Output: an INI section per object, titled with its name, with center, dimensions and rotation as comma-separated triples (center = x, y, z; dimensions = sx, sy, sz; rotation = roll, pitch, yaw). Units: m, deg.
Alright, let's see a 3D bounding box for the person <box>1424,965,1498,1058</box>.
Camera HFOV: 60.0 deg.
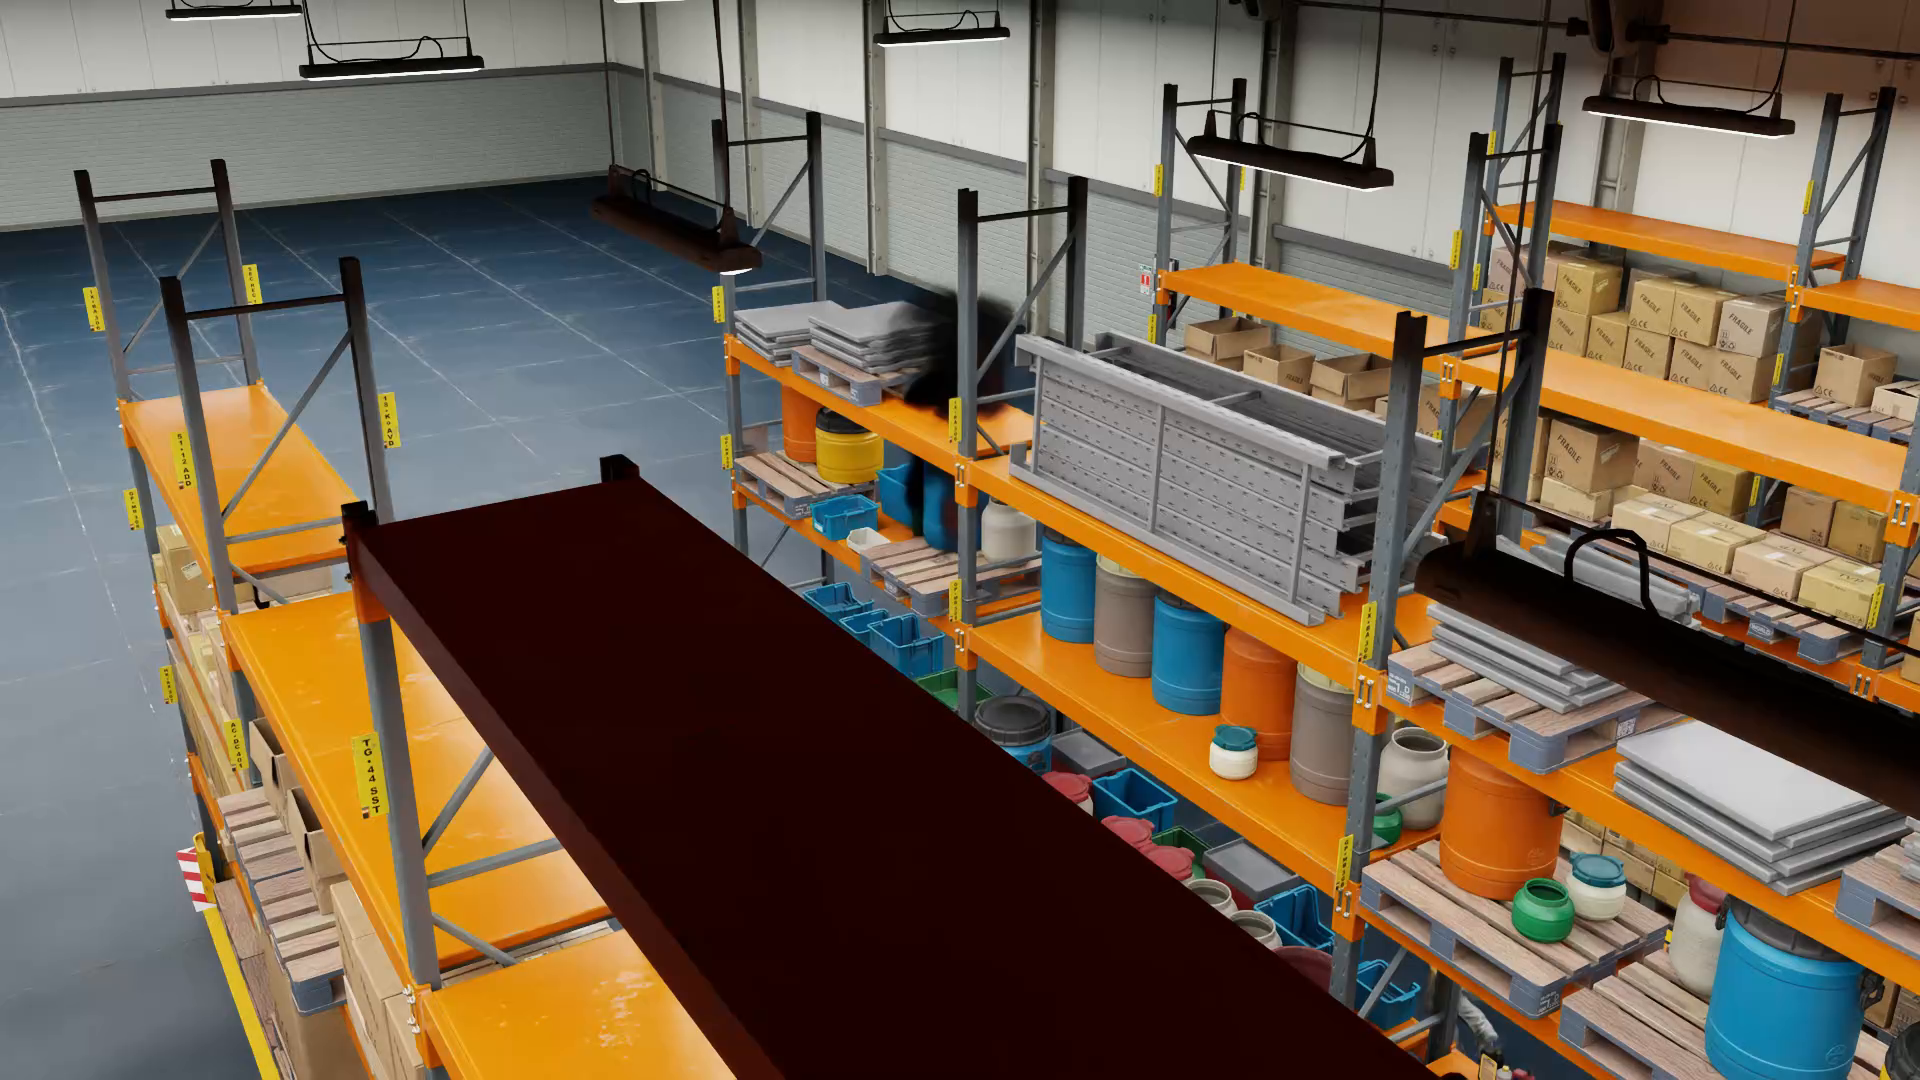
[person]
center = 3.479, 2.986, 11.702
dimensions = 0.679, 1.707, 0.757
rotation = -17, 28, -37
